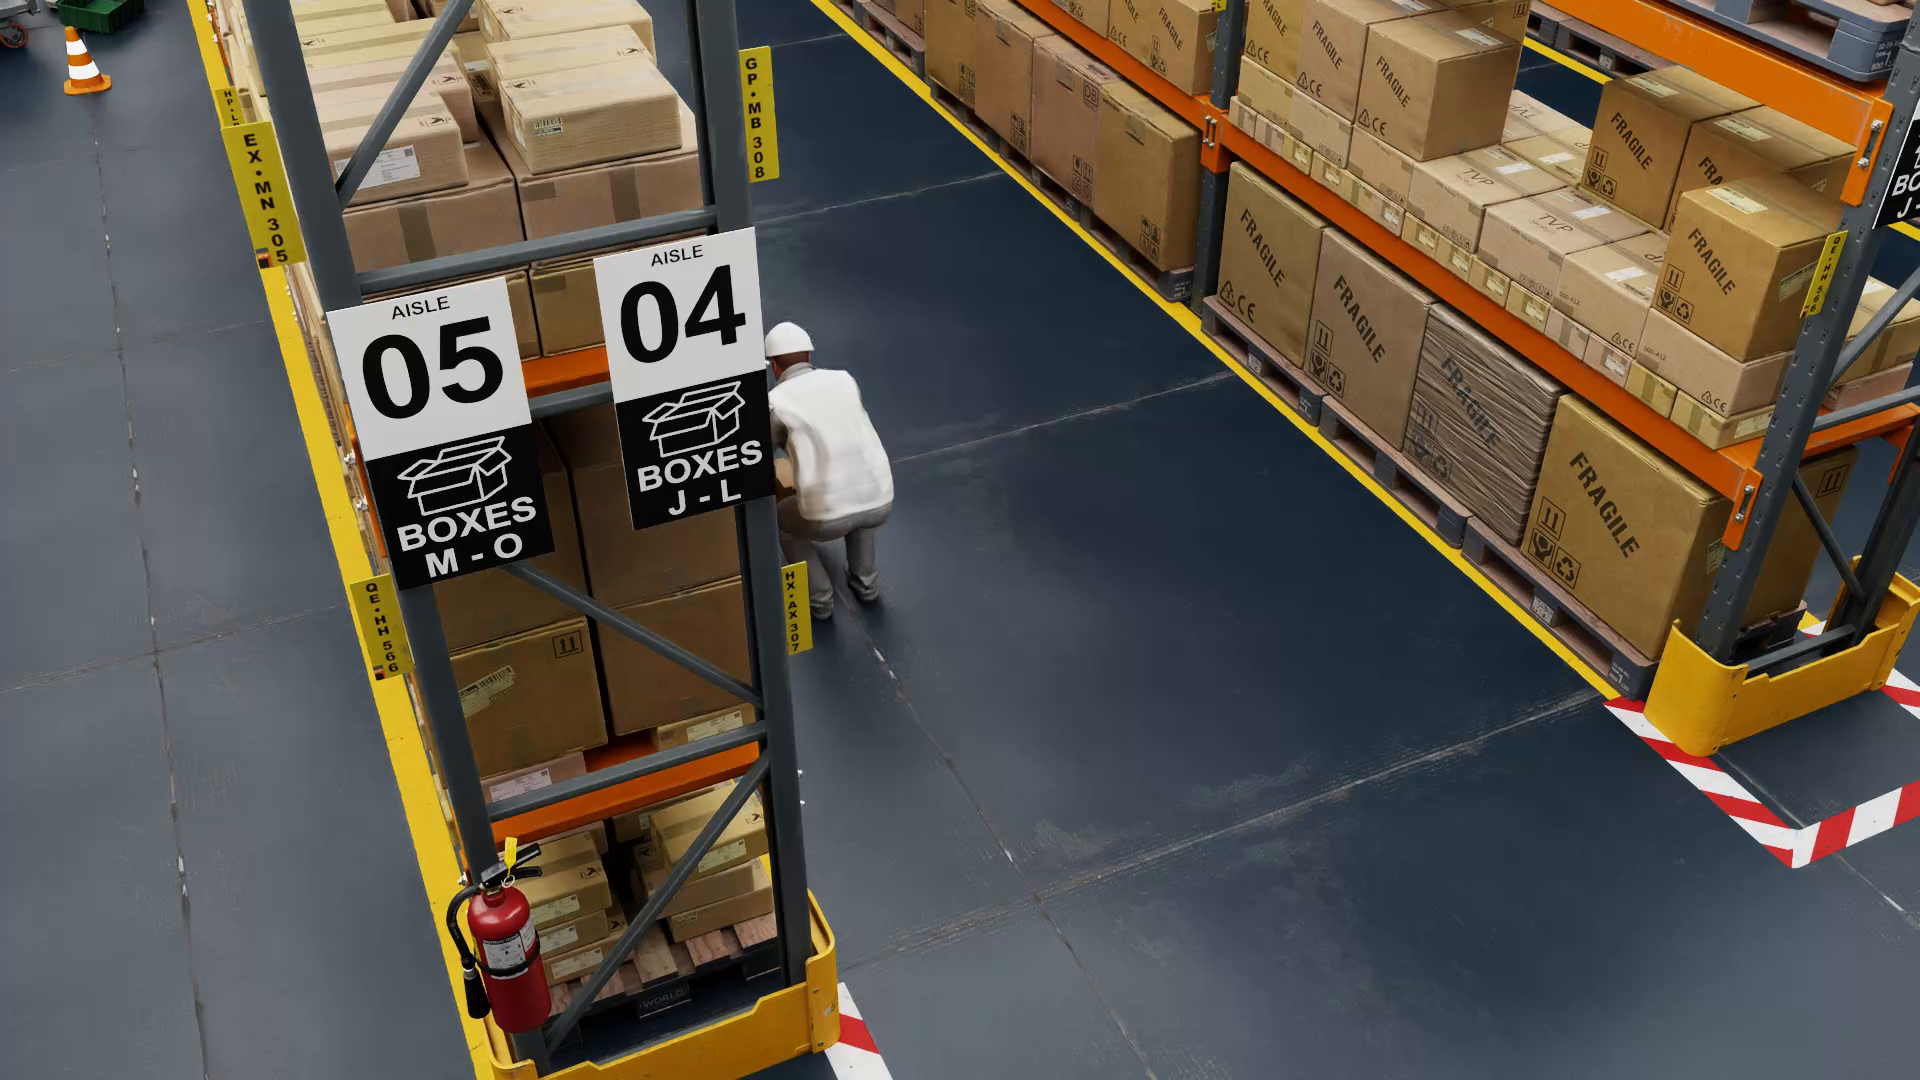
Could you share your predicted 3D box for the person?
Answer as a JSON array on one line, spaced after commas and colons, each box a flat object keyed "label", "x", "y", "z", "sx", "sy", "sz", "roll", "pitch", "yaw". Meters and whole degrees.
[{"label": "person", "x": -0.648, "y": -0.282, "z": 7.600, "sx": 0.586, "sy": 1.304, "sz": 0.820, "roll": -16, "pitch": 40, "yaw": -20}]
